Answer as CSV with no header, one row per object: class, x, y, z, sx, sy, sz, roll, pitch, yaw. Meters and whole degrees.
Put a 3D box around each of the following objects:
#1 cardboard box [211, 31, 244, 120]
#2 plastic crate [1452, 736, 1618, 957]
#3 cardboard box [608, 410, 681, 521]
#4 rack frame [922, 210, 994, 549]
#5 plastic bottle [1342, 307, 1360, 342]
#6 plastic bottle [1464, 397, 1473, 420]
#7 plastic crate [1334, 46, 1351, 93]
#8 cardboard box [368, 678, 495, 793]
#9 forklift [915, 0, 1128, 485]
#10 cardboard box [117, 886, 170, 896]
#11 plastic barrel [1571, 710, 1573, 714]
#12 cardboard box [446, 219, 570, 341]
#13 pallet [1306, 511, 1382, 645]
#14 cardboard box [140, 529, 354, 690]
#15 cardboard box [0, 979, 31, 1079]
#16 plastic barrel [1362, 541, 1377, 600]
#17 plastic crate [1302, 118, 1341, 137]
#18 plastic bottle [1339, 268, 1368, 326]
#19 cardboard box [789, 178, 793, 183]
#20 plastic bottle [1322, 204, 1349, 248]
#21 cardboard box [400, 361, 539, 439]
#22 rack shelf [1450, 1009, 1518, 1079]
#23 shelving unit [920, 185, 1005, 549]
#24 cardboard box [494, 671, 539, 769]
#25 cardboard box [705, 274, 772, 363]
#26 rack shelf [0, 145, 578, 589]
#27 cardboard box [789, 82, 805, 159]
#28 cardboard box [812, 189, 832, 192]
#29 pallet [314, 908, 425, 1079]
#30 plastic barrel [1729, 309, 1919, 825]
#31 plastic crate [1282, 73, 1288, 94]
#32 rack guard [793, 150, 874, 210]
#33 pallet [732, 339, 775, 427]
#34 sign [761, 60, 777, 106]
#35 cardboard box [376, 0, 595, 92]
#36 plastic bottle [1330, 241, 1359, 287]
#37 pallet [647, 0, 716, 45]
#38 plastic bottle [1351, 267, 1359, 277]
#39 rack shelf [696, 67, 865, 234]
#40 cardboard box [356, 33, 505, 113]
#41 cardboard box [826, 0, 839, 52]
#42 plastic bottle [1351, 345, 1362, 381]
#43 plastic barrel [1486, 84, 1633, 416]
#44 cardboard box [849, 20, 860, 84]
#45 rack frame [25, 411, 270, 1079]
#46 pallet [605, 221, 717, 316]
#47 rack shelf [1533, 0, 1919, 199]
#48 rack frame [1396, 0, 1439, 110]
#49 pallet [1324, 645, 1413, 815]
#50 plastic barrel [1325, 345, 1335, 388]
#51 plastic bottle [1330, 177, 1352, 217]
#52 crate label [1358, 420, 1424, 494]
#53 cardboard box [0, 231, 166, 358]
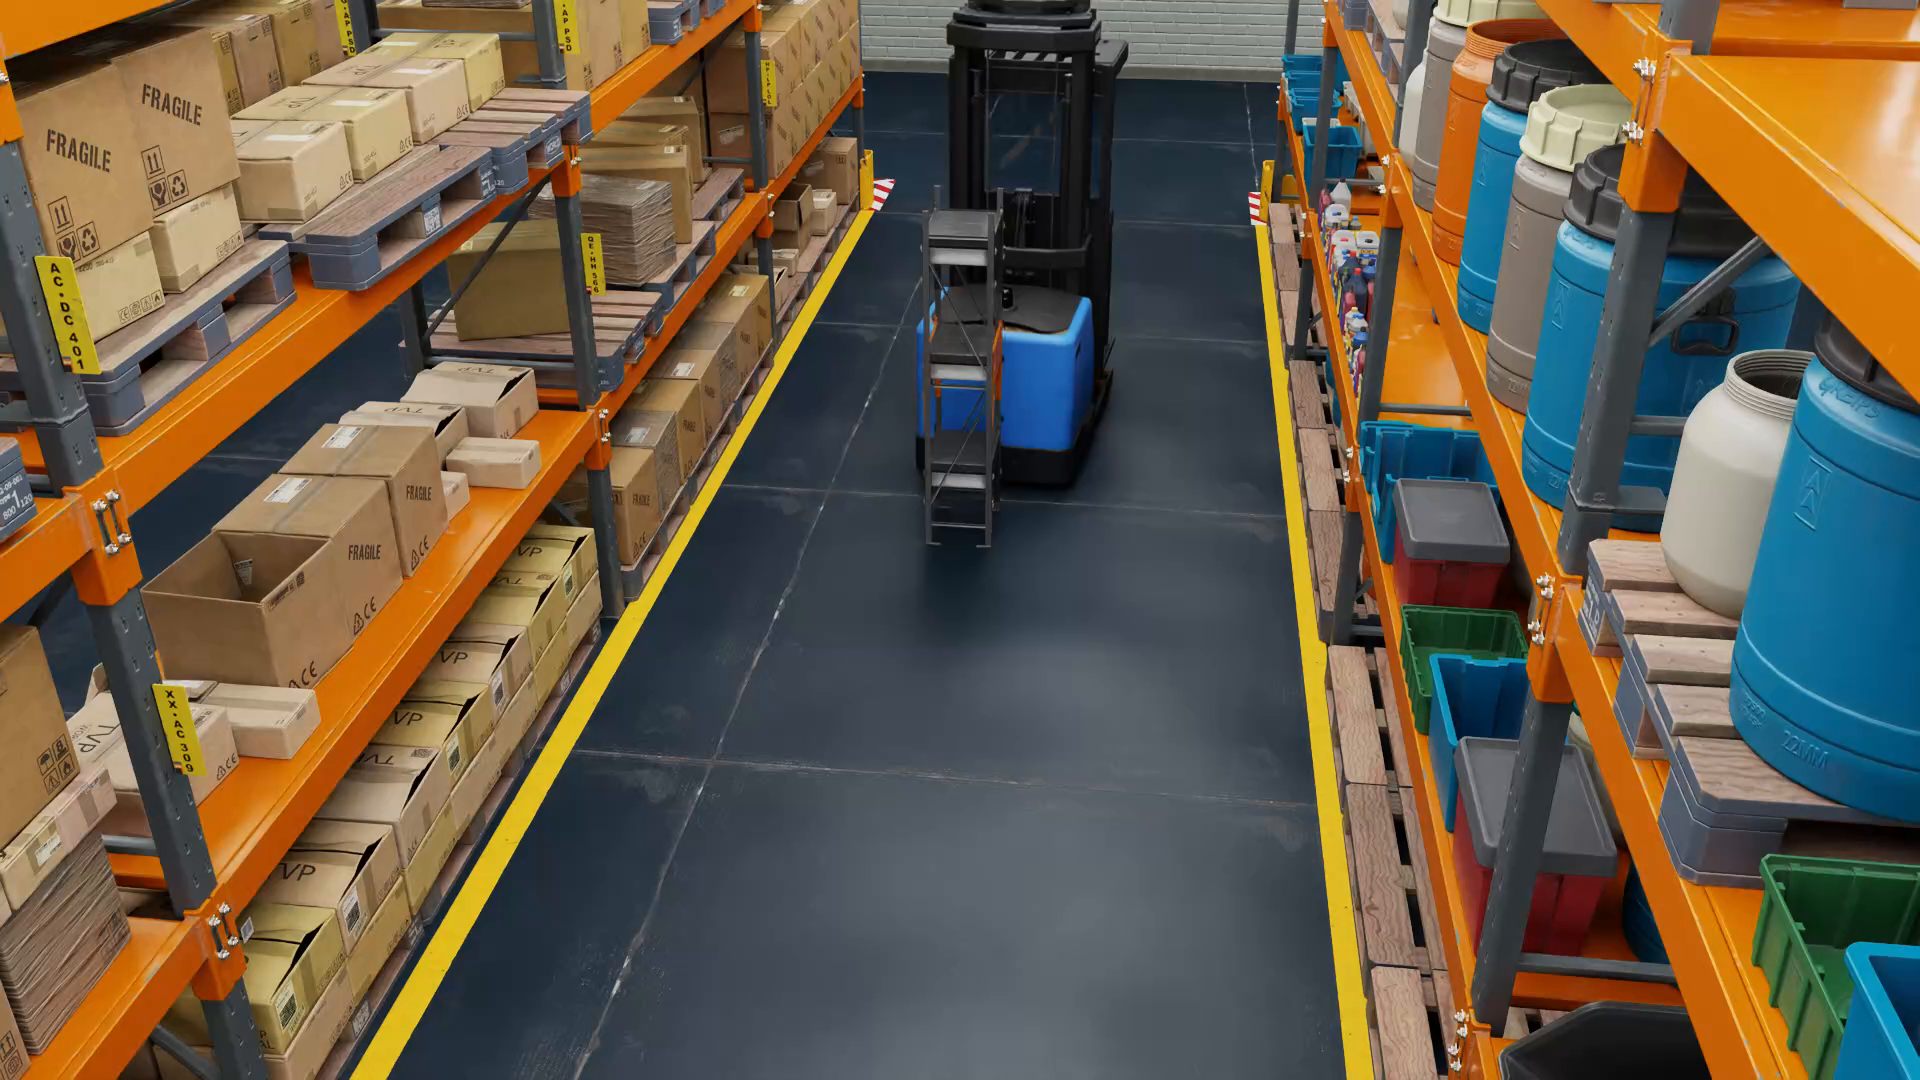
cardboard box,-6.666,-3.822,13.865,0.980,0.700,0.700,3,28,5
plastic crate,1.764,0.976,5.209,0.402,0.464,0.583,3,28,6
cardboard box,-2.019,-0.461,10.114,0.500,0.500,0.500,2,28,4
rack frame,-0.010,-0.887,9.683,0.400,2.100,0.015,3,28,6
plastic bottle,2.269,-1.244,9.605,0.097,0.201,0.097,0,28,0
plastic bottle,2.722,-0.772,8.652,0.152,0.276,0.135,3,28,6
plastic crate,3.623,-4.273,14.917,0.616,0.435,0.499,3,28,6
cardboard box,-2.422,0.835,7.403,0.500,0.311,0.500,4,29,8
forklift,0.521,-2.329,11.483,1.130,2.935,3.031,6,29,11
cardboard box,-3.084,1.286,6.565,0.500,0.311,0.500,4,29,8
plastic barrel,2.433,0.407,6.189,0.433,0.535,0.433,0,28,0
cardboard box,-2.452,-1.455,9.240,0.700,0.500,0.500,-6,29,-11
pallet,2.554,0.221,9.618,1.003,0.211,1.213,3,28,6
cardboard box,-2.732,0.307,6.411,0.500,0.500,0.500,5,29,10
cardboard box,-3.013,1.374,4.432,0.700,0.500,0.500,3,28,6
plastic barrel,2.542,-0.094,9.107,0.600,0.830,0.708,3,28,6
plastic crate,2.904,-3.264,13.360,0.293,0.136,0.466,3,28,6
plastic bottle,2.326,-1.437,9.807,0.144,0.351,0.185,3,28,6
cardboard box,-1.846,-3.197,15.457,0.500,0.250,0.500,3,28,6
plastic bottle,2.509,-2.094,11.104,0.152,0.276,0.135,3,28,6
cardboard box,-2.505,-0.715,8.508,0.500,0.311,0.500,5,29,9
rack shelf,1.764,2.508,3.191,1.077,0.370,4.000,3,28,6
shelving unit,0.020,-1.002,9.897,0.431,2.100,0.503,3,28,6
cardboard box,-2.363,0.844,7.977,0.500,0.250,0.500,4,29,7
cardboard box,-1.703,-1.650,12.322,0.500,0.500,0.500,3,28,6
rack shelf,-2.662,-0.985,6.512,1.077,0.370,4.000,3,28,6
cardboard box,-1.534,-3.315,13.135,0.500,0.500,0.500,4,29,7
cardboard box,-1.398,-3.179,15.512,0.380,0.166,0.250,3,28,6
pallet,-2.855,1.838,6.615,1.003,0.211,1.213,3,28,6
plastic barrel,1.780,-0.014,2.980,0.600,0.901,0.708,3,28,6
plastic crate,3.000,-4.066,14.849,0.250,0.136,0.298,3,28,6
rack guard,-1.446,-3.552,16.317,1.175,0.500,0.348,3,28,6
pallet,-1.989,-1.193,12.242,1.003,0.211,1.213,3,28,6
sign,-1.375,-3.285,11.964,0.100,0.325,0.005,3,28,6
cardboard box,-2.397,-2.495,8.450,0.910,0.500,0.500,3,28,6
plastic bottle,2.412,-1.721,10.412,0.152,0.276,0.135,3,28,6
pallet,-2.200,-3.252,10.160,1.213,0.211,1.003,3,28,6
plastic bottle,2.364,-1.481,9.960,0.061,0.283,0.133,3,28,6
rack shelf,-1.682,-3.430,14.213,1.077,0.370,4.000,3,28,6
cardboard box,-2.417,-2.145,7.622,0.500,0.250,0.500,1,28,2
cardboard box,-1.338,-4.465,14.216,0.500,0.500,0.500,4,29,8
plastic bottle,2.197,-0.969,9.095,0.097,0.201,0.097,0,28,0
plastic barrel,1.936,-0.852,4.977,0.600,0.901,0.600,0,28,0
cardboard box,-1.221,-4.506,15.346,0.500,0.500,0.500,4,29,8
rack frame,-2.907,0.960,5.305,1.000,3.000,0.127,3,28,6
pallet,-2.183,-1.754,10.546,1.003,0.211,1.213,3,28,6
rack shelf,2.254,-1.840,5.358,1.077,0.370,4.000,3,28,6
rack frame,2.499,-3.274,6.840,1.000,3.000,0.127,3,28,6
pallet,2.365,0.957,8.252,1.003,0.211,1.213,3,28,6
plastic barrel,2.905,-1.522,11.682,0.600,0.901,0.708,3,28,6
plastic bottle,2.619,-2.329,11.462,0.144,0.351,0.185,3,28,6
crate label,2.075,-0.383,7.975,0.303,0.233,0.416,3,28,6
cardboard box,-2.822,-0.769,5.067,0.500,0.250,0.500,6,29,11
